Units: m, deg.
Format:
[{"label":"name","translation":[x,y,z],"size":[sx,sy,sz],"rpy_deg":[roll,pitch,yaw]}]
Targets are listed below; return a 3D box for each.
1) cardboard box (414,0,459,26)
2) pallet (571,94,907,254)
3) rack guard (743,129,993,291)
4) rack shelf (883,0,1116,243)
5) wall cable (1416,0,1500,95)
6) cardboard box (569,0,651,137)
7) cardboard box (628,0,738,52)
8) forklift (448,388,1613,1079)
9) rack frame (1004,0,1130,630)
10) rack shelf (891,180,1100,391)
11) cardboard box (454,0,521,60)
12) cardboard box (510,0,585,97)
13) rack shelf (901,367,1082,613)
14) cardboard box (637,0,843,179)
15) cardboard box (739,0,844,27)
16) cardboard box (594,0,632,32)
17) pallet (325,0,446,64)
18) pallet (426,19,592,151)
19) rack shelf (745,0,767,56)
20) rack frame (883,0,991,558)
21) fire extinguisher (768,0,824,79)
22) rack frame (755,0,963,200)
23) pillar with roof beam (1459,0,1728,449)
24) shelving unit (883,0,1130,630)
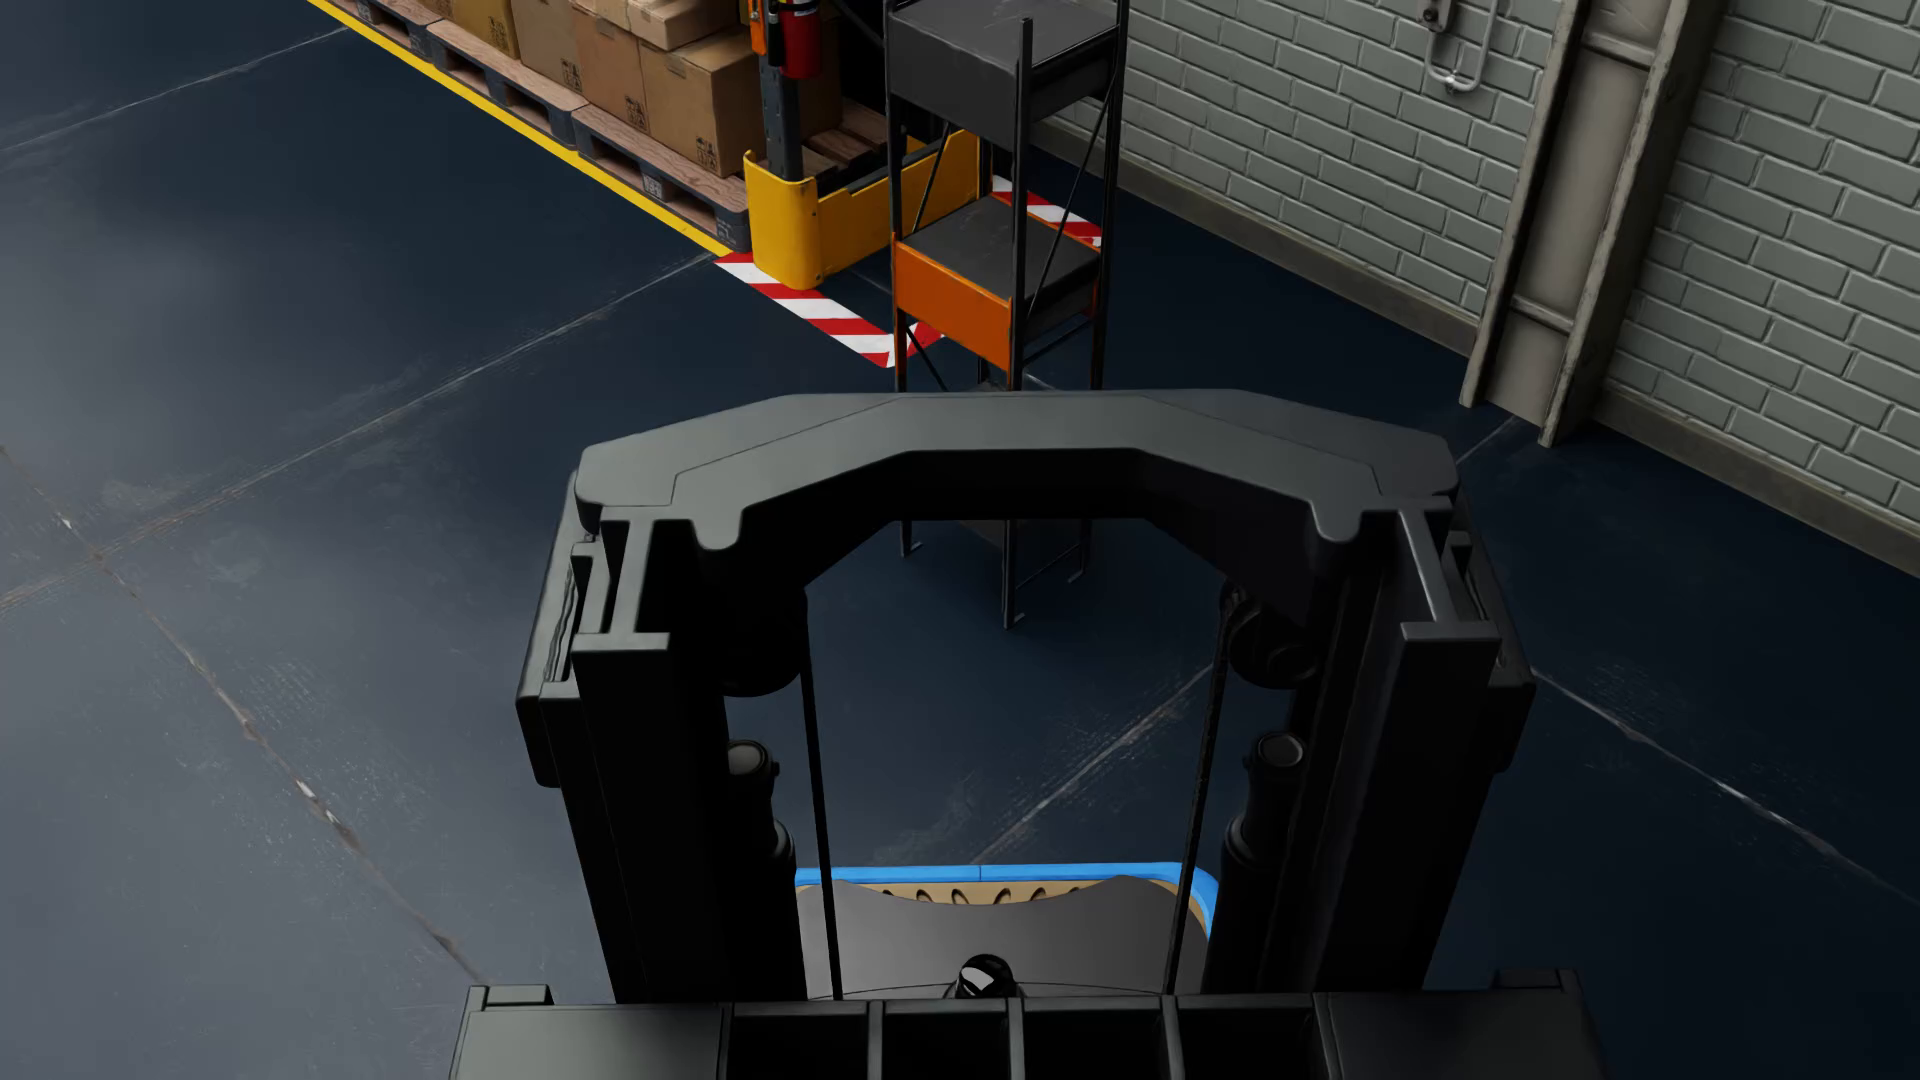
[{"label":"cardboard box","translation":[-2.397,-2.993,8.311],"size":[0.500,0.500,0.700],"rpy_deg":[34,52,31]},{"label":"pallet","translation":[-1.000,-1.809,7.552],"size":[1.003,0.211,1.213],"rpy_deg":[-34,53,-31]},{"label":"rack guard","translation":[-0.363,-1.557,7.066],"size":[1.175,0.500,0.348],"rpy_deg":[-34,53,-31]},{"label":"rack shelf","translation":[0.117,-1.196,4.485],"size":[0.431,0.518,0.480],"rpy_deg":[-34,53,-31]},{"label":"wall cable","translation":[1.194,-2.697,5.710],"size":[0.084,1.984,1.851],"rpy_deg":[-34,53,-31]},{"label":"cardboard box","translation":[-1.299,-2.251,7.508],"size":[0.500,0.500,0.700],"rpy_deg":[34,53,31]},{"label":"cardboard box","translation":[-1.165,-2.223,7.000],"size":[0.250,0.149,0.380],"rpy_deg":[34,52,31]},{"label":"forklift","translation":[0.069,1.387,2.089],"size":[1.130,2.935,3.031],"rpy_deg":[-1,43,-1]},{"label":"rack frame","translation":[0.289,-0.574,4.824],"size":[0.400,2.100,0.015],"rpy_deg":[-34,53,-31]},{"label":"rack shelf","translation":[0.117,-0.682,4.961],"size":[0.431,0.518,0.480],"rpy_deg":[-34,53,-31]},{"label":"cardboard box","translation":[-2.036,-2.745,8.043],"size":[0.700,0.500,0.500],"rpy_deg":[-33,52,-30]},{"label":"cardboard box","translation":[-1.654,-2.493,7.770],"size":[0.500,0.500,0.700],"rpy_deg":[32,52,30]},{"label":"rack shelf","translation":[0.117,-0.167,5.436],"size":[0.431,0.518,0.480],"rpy_deg":[-34,53,-31]},{"label":"cardboard box","translation":[-0.945,-2.011,7.248],"size":[0.700,0.500,0.500],"rpy_deg":[-34,53,-31]},{"label":"cardboard box","translation":[-0.716,-2.285,7.067],"size":[0.380,0.149,0.250],"rpy_deg":[-34,52,-31]},{"label":"cardboard box","translation":[-1.346,-2.346,7.133],"size":[0.380,0.149,0.250],"rpy_deg":[-33,52,-30]},{"label":"pallet","translation":[-2.723,-2.981,8.821],"size":[1.003,0.211,1.213],"rpy_deg":[-34,53,-31]},{"label":"pallet","translation":[-1.858,-2.395,8.186],"size":[1.003,0.211,1.213],"rpy_deg":[-34,53,-31]},{"label":"rack shelf","translation":[-1.793,-3.183,7.514],"size":[1.077,0.370,4.000],"rpy_deg":[-34,53,-31]},{"label":"rack frame","translation":[-0.055,-0.809,5.078],"size":[0.400,2.100,0.015],"rpy_deg":[-34,53,-31]},{"label":"fire extinguisher","translation":[-0.600,-2.027,6.065],"size":[0.296,0.674,0.183],"rpy_deg":[-34,53,-31]},{"label":"rack frame","translation":[-0.380,-2.486,6.230],"size":[1.000,3.000,0.127],"rpy_deg":[-34,53,-31]},{"label":"pillar with roof beam","translation":[-0.909,-1.743,1.006],"size":[9.100,9.000,0.400],"rpy_deg":[-34,53,-31]},{"label":"shelving unit","translation":[0.117,-0.692,4.951],"size":[0.431,2.100,0.503],"rpy_deg":[-34,53,-31]}]
